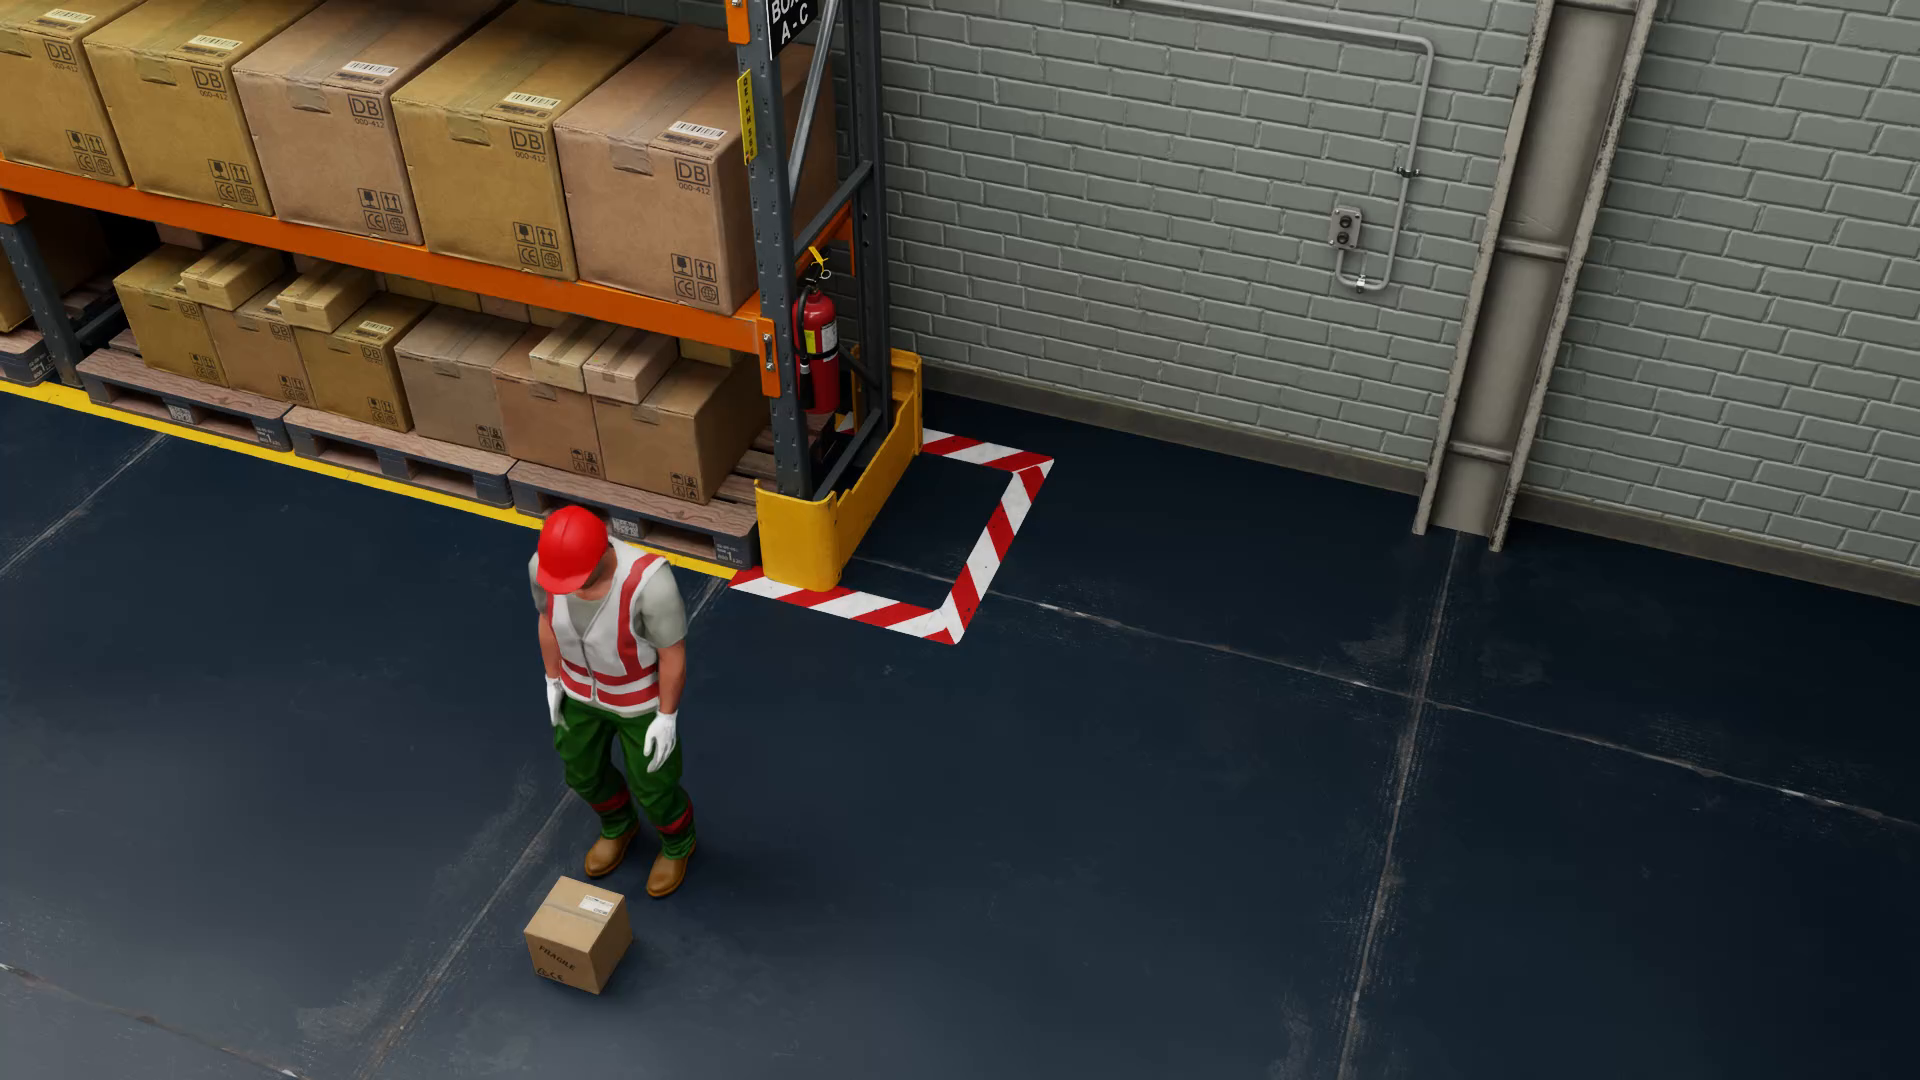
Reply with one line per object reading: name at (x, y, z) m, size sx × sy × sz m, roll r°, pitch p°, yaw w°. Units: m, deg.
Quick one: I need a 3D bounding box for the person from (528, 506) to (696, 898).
person at (-1.144, 0.535, 5.564) m, size 0.541 × 1.744 × 0.443 m, roll 14°, pitch 43°, yaw 16°
